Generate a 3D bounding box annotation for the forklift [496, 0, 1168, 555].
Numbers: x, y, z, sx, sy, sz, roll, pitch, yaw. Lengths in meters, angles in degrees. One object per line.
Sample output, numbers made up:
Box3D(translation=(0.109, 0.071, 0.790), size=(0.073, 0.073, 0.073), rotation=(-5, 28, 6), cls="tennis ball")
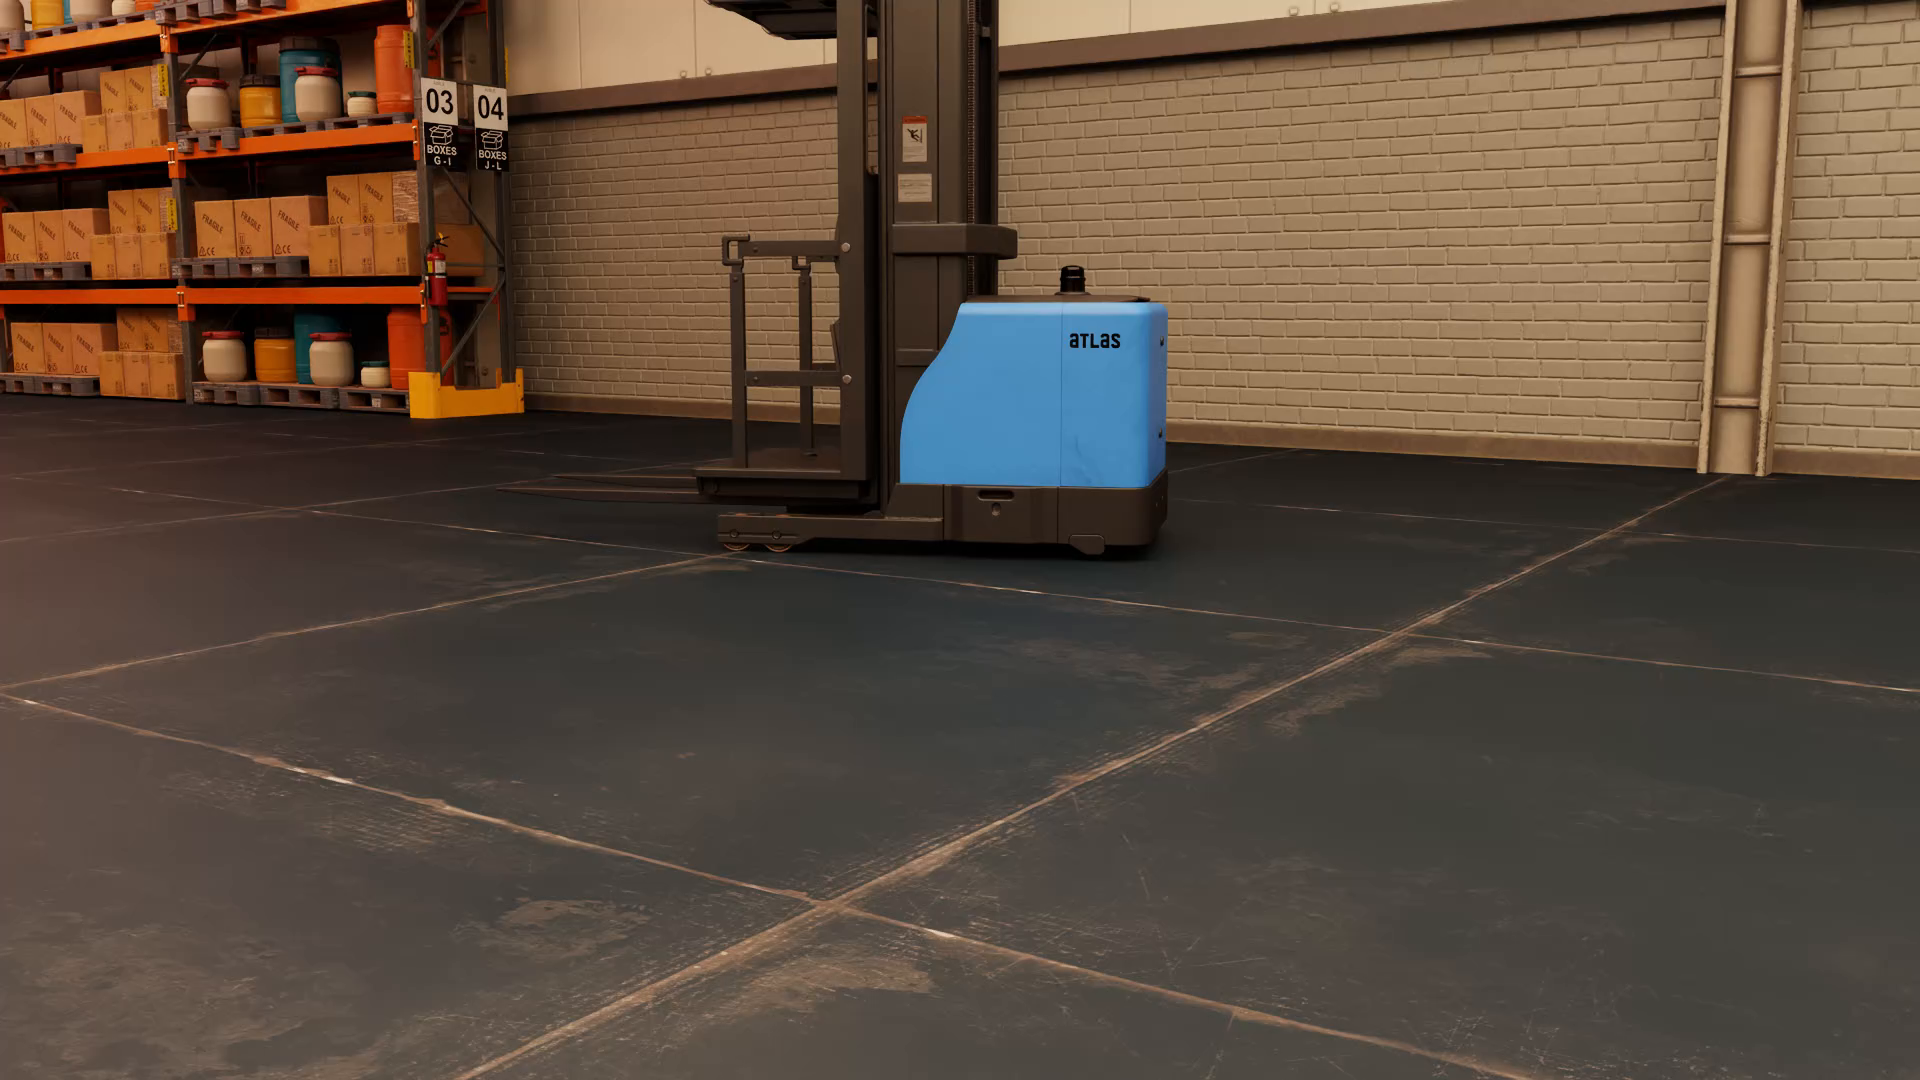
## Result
Box3D(translation=(-0.596, -1.469, 7.520), size=(3.031, 2.935, 1.130), rotation=(2, 8, 12), cls="forklift")
